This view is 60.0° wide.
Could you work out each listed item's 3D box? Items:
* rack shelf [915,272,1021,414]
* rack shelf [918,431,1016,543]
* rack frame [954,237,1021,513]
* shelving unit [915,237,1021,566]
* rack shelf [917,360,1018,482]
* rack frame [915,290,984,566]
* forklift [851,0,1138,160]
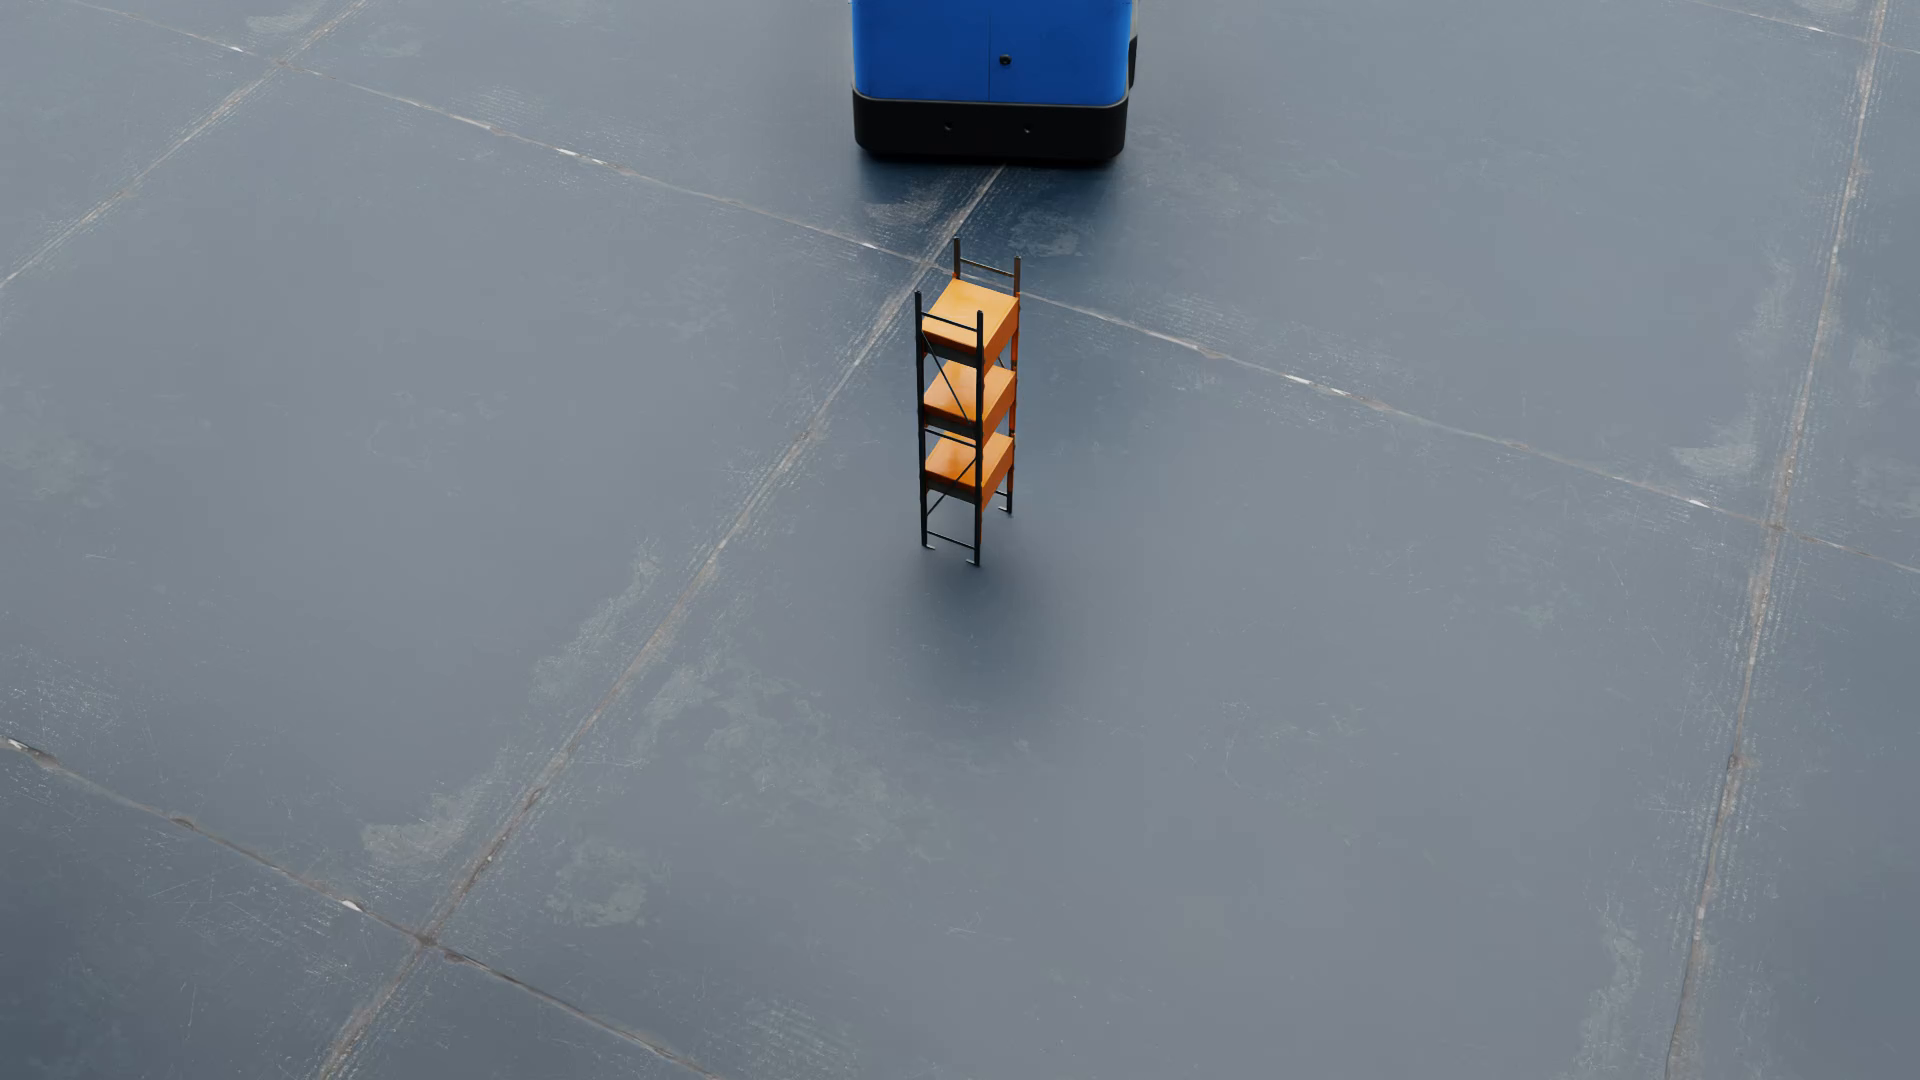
[{"bbox_3d":[0.023,-0.554,4.673,0.215,0.259,0.240,20,52,16],"label":"rack shelf"},{"bbox_3d":[0.023,-0.190,5.101,0.215,0.259,0.240,20,52,16],"label":"rack shelf"},{"bbox_3d":[0.075,-0.461,4.953,0.200,1.050,0.008,20,52,16],"label":"rack frame"},{"bbox_3d":[0.023,-0.377,4.882,0.215,1.050,0.252,20,52,16],"label":"shelving unit"},{"bbox_3d":[0.023,-0.370,4.890,0.215,0.259,0.240,20,52,16],"label":"rack shelf"},{"bbox_3d":[-0.029,-0.293,4.810,0.200,1.050,0.008,20,52,16],"label":"rack frame"},{"bbox_3d":[0.194,-3.533,6.332,1.130,2.935,3.031,2,50,2],"label":"forklift"}]
